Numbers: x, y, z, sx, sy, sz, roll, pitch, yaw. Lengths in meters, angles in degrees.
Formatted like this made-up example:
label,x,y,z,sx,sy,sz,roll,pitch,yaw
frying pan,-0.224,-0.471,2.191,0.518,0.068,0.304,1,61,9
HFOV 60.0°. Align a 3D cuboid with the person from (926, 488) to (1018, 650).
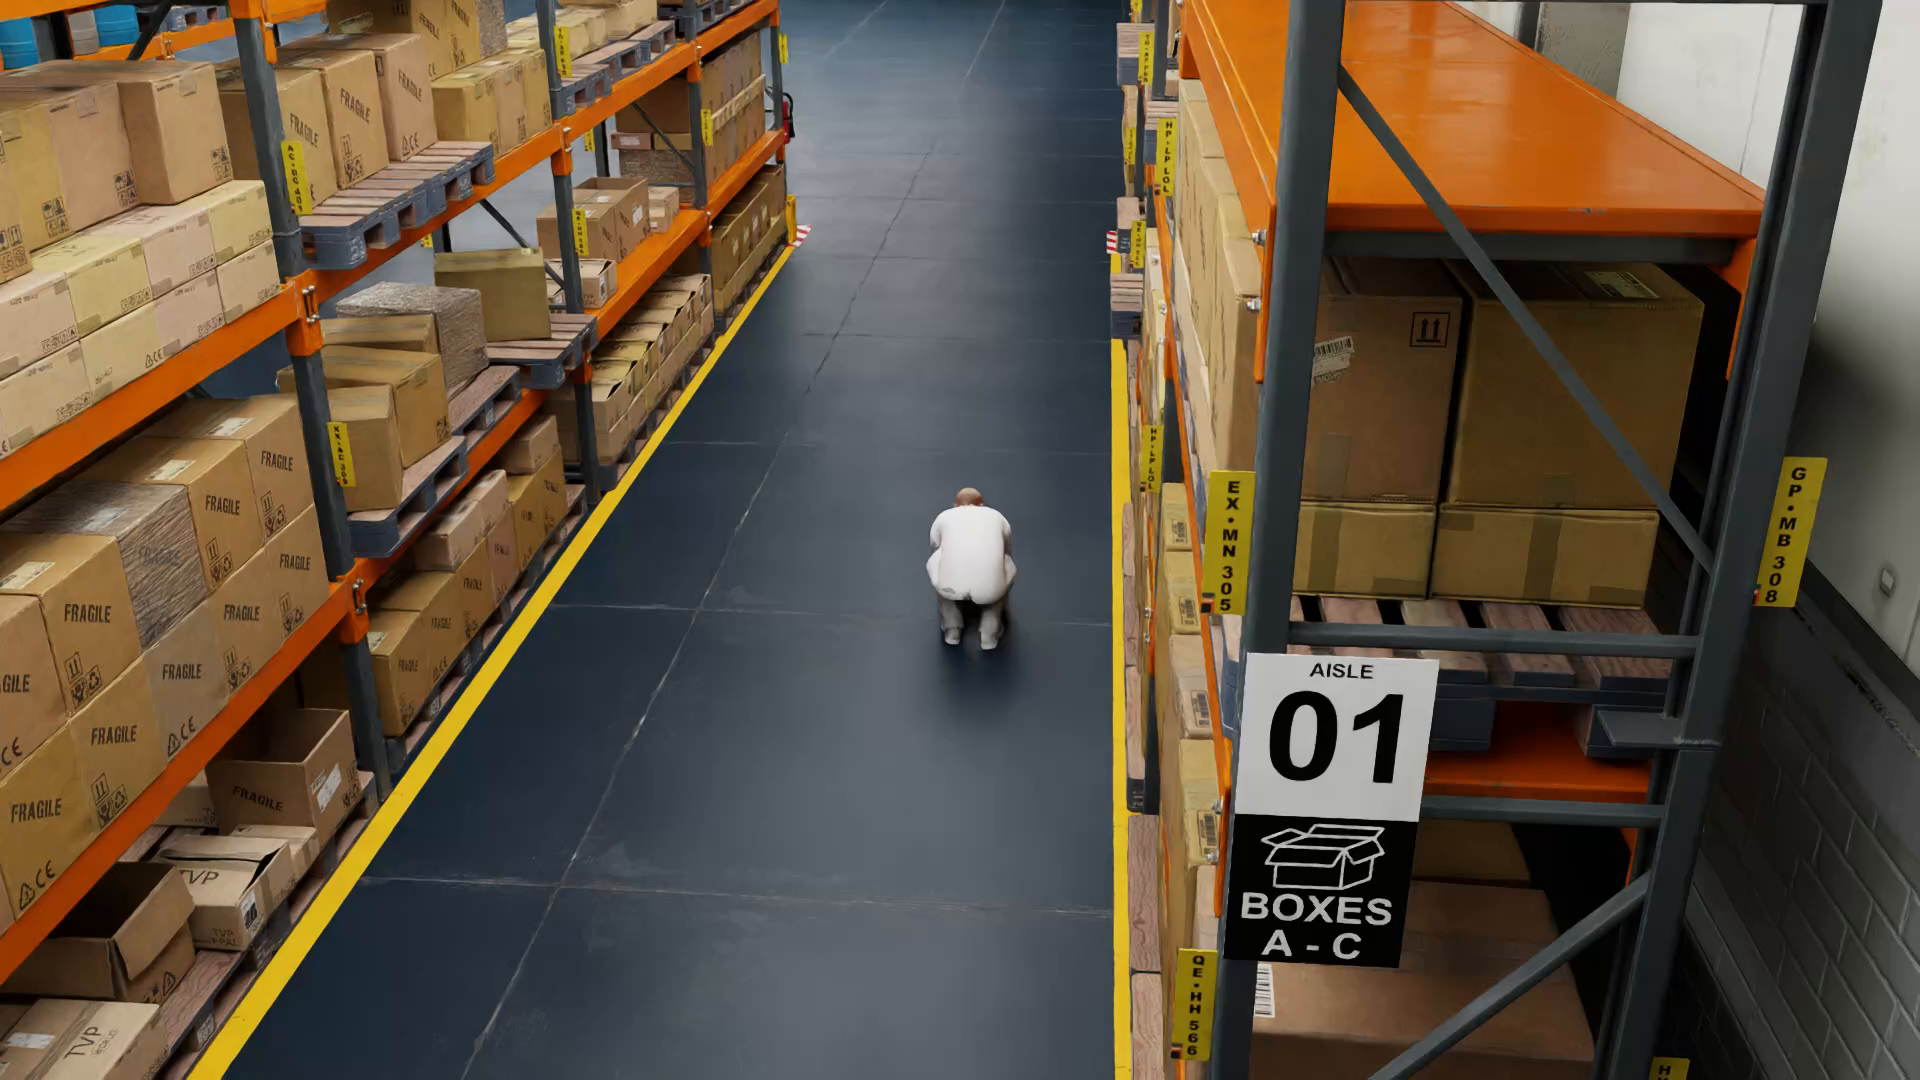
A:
label,x,y,z,sx,sy,sz,roll,pitch,yaw
person,0.076,0.210,10.413,0.572,0.849,0.919,1,24,3
